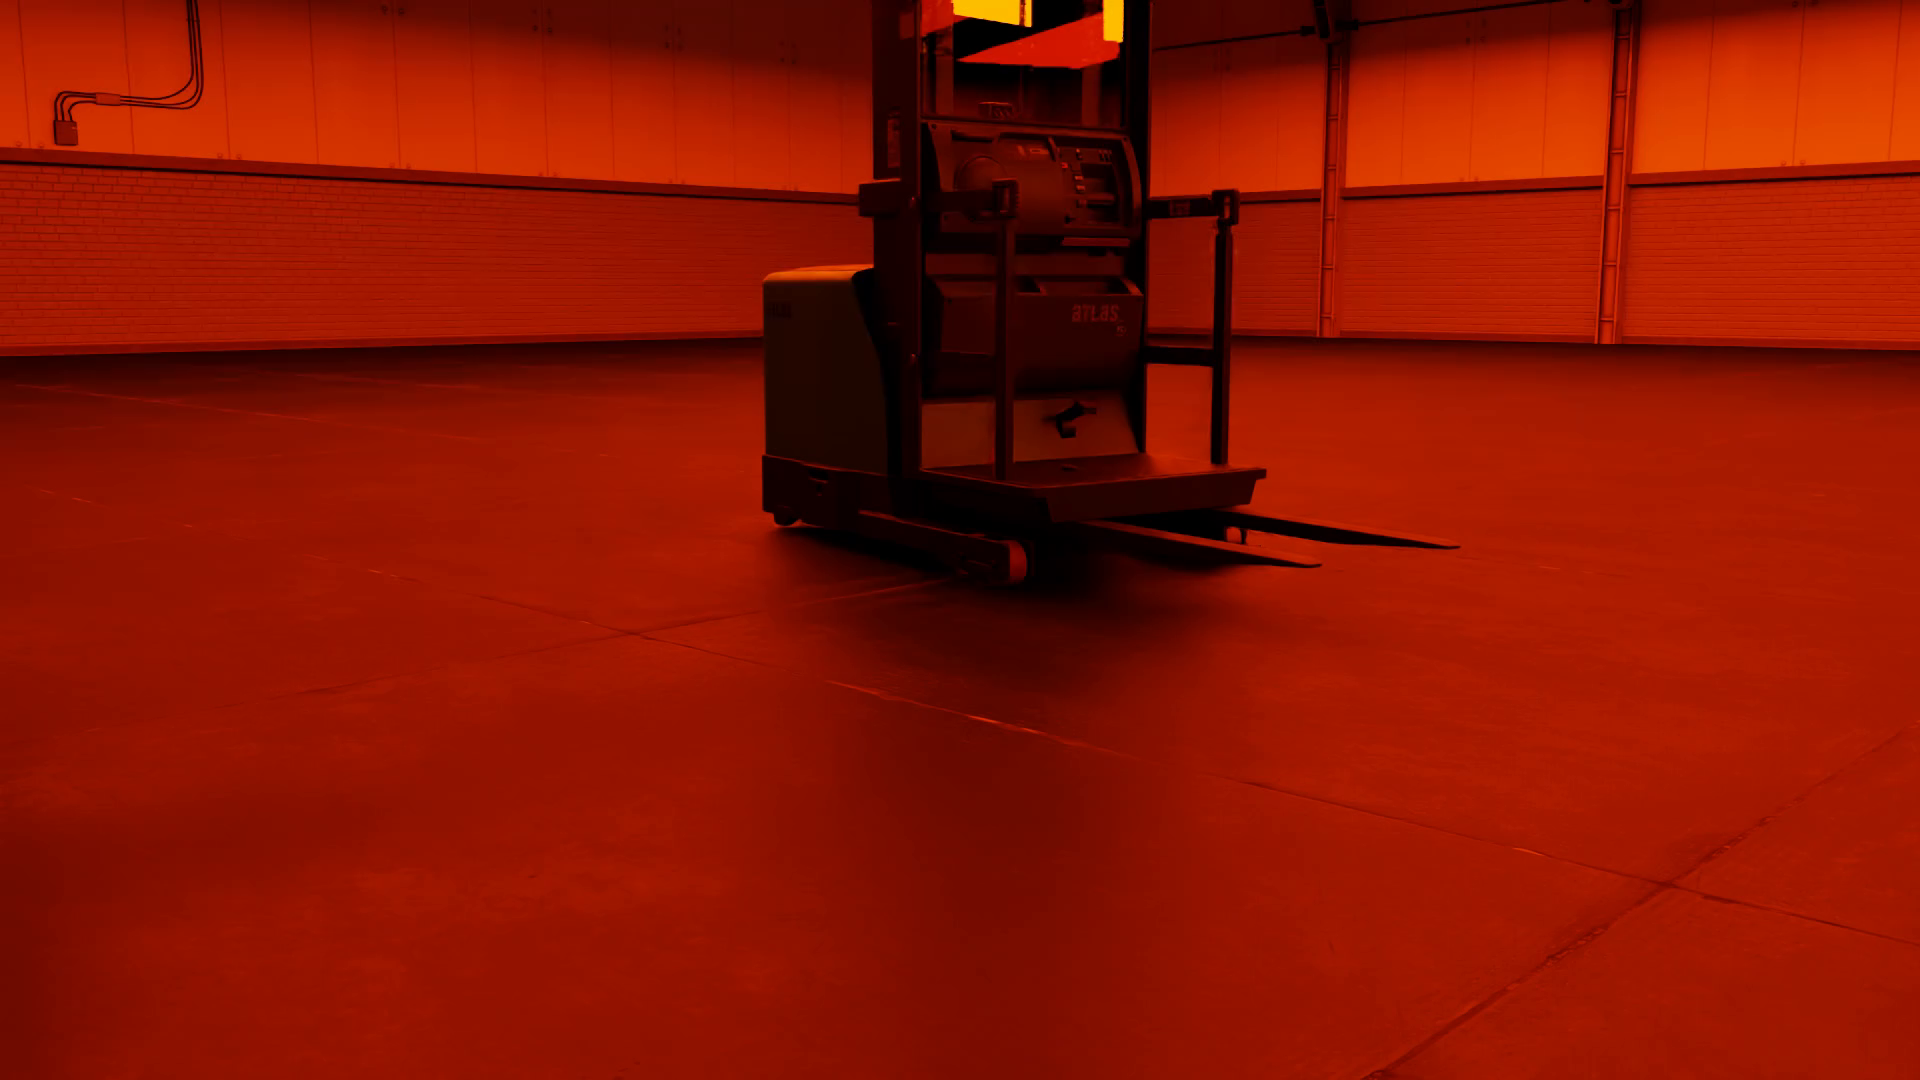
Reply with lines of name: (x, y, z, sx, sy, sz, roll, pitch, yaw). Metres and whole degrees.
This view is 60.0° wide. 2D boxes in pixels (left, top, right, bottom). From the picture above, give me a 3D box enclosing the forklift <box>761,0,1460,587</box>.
forklift: (0.407, -1.369, 5.966, 1.130, 2.935, 3.031, -6, 10, -34)
